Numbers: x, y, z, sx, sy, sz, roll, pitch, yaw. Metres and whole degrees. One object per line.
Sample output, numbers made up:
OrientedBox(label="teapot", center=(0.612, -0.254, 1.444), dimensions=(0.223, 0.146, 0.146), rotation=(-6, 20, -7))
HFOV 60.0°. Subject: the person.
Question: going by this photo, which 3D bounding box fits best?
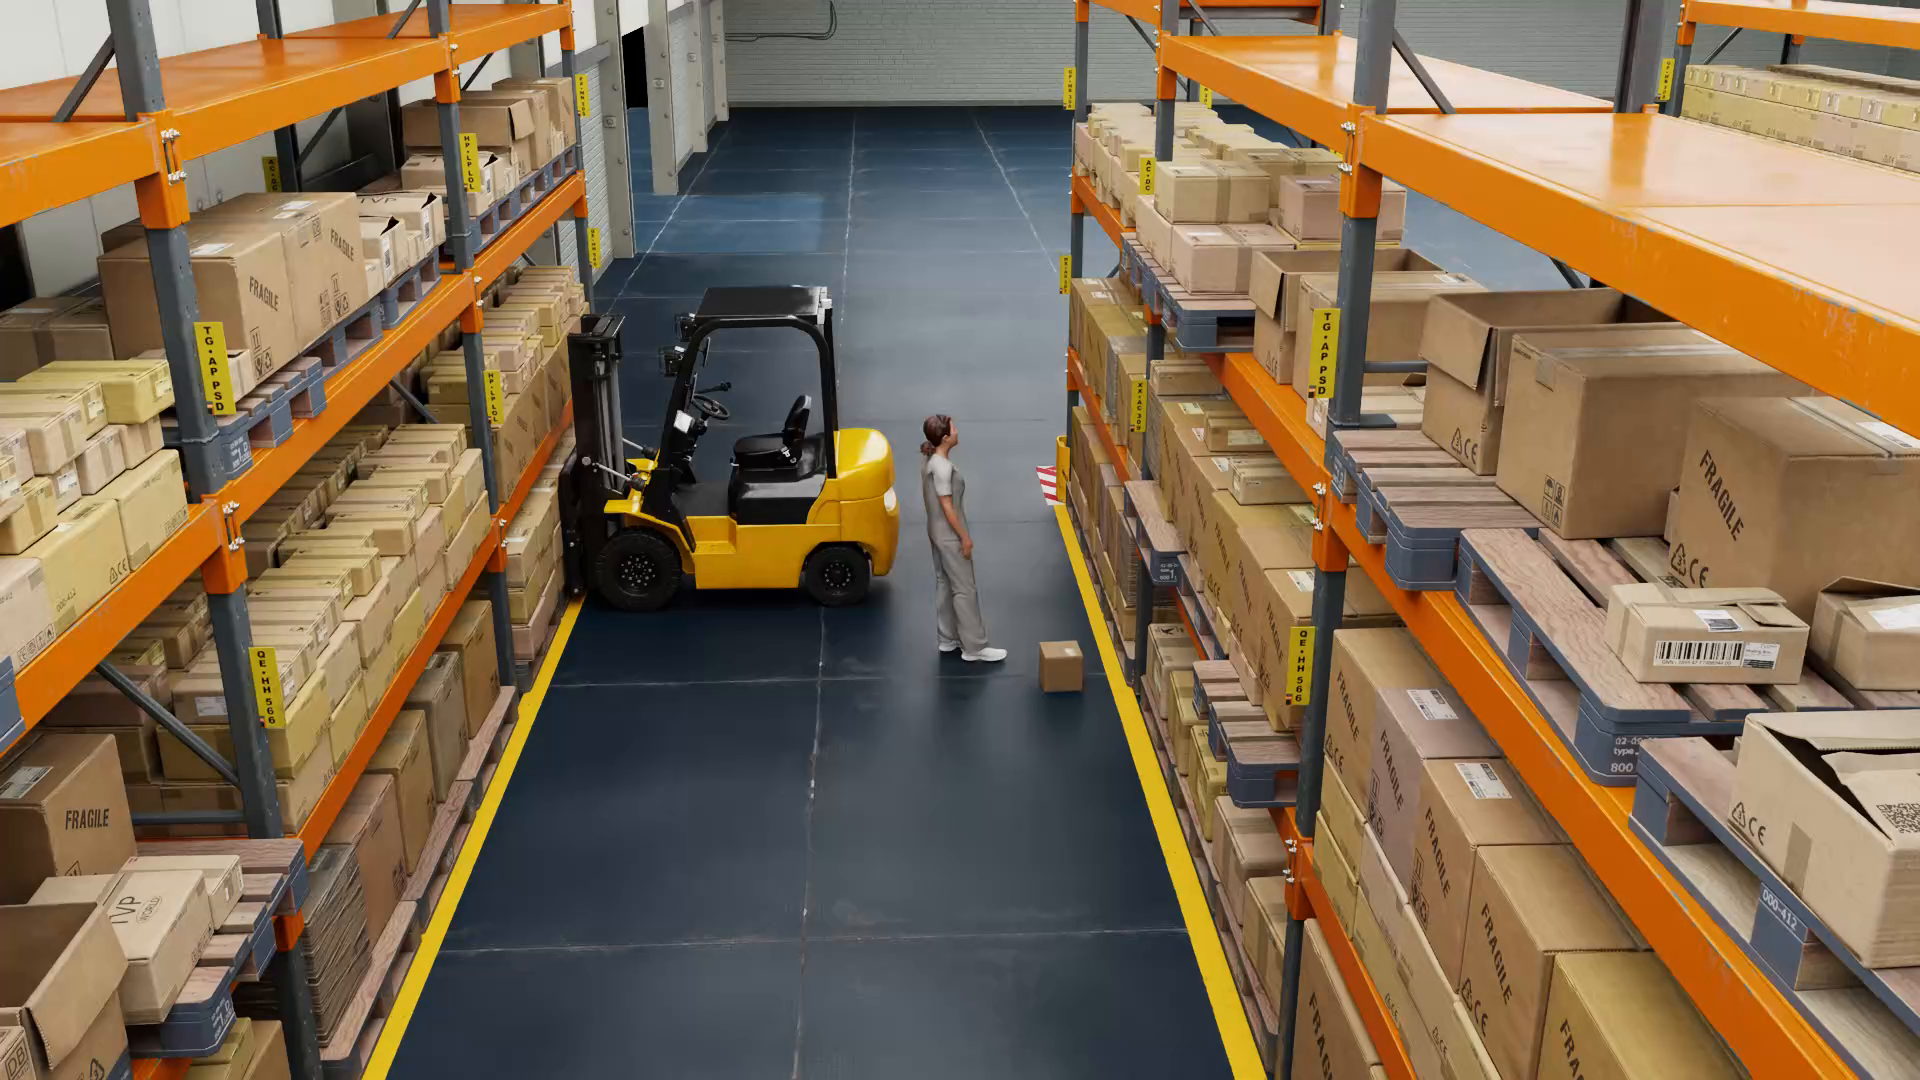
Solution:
OrientedBox(label="person", center=(-0.005, -0.036, 11.150), dimensions=(0.548, 1.673, 0.550), rotation=(-5, 21, -14))
